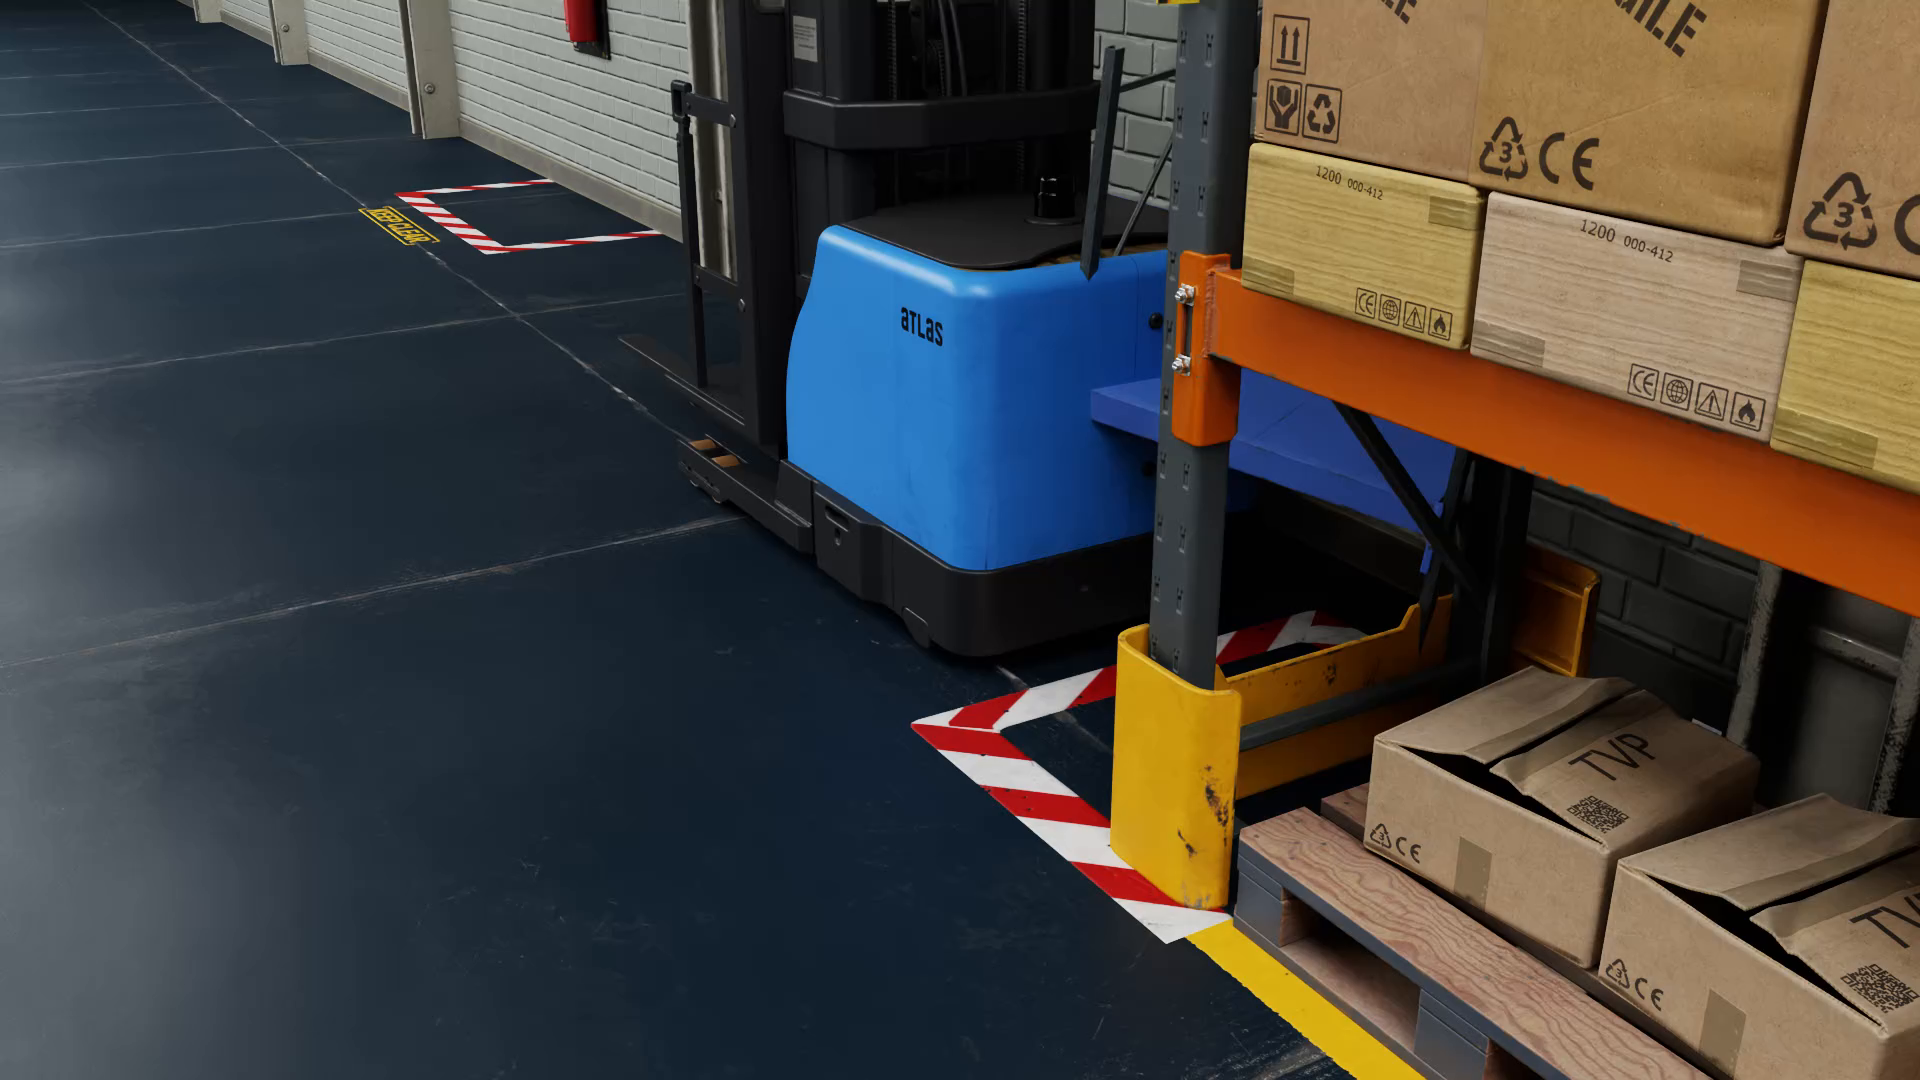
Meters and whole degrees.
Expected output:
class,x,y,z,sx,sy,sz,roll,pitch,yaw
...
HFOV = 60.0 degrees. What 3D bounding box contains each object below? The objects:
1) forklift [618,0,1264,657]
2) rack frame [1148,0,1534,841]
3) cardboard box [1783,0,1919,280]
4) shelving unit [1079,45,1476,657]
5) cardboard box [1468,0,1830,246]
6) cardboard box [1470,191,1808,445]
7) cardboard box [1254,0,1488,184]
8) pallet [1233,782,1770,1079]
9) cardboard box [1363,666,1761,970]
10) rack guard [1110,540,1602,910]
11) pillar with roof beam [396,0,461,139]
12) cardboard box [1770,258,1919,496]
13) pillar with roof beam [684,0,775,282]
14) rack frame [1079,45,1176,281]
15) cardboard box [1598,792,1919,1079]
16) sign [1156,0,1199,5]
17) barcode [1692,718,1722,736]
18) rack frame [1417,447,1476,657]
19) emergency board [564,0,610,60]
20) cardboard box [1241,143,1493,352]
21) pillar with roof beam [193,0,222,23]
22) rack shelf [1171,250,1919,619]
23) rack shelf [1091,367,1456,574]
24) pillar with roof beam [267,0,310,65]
class,x,y,z,sx,sy,sz,roll,pitch,yaw
forklift,-0.322,-1.559,5.254,1.130,2.935,3.031,-13,25,-29
rack frame,0.857,-0.809,3.318,1.000,3.000,0.127,-13,25,-28
cardboard box,1.345,-0.553,1.866,0.500,0.500,0.500,-14,26,-30
shelving unit,0.852,-0.414,4.191,1.048,1.500,0.538,22,33,28
cardboard box,1.087,-0.722,2.280,0.500,0.500,0.500,-13,25,-28
cardboard box,1.111,-0.364,2.396,0.500,0.250,0.500,-13,26,-30
cardboard box,0.843,-0.884,2.678,0.500,0.500,0.500,-13,25,-28
pallet,1.281,0.777,3.118,1.003,0.211,1.213,-13,25,-28
cardboard box,1.133,0.474,3.147,0.500,0.311,0.500,-16,27,-34
rack guard,0.896,0.374,3.728,1.175,0.500,0.348,-13,25,-28
pillar with roof beam,-7.872,-6.584,9.560,9.100,9.000,0.400,-13,25,-28
cardboard box,1.366,-0.198,1.988,0.500,0.250,0.500,-13,26,-29
pillar with roof beam,-4.808,-4.642,4.781,9.100,9.000,0.400,-13,25,-28
rack frame,0.436,-0.582,4.429,0.032,1.500,0.500,22,33,28
cardboard box,1.424,0.659,2.693,0.500,0.311,0.500,-10,24,-24
sign,0.391,-1.105,2.898,0.100,0.325,0.005,-13,25,-28
barcode,1.486,0.399,3.321,0.001,0.075,0.075,-13,25,-28
rack frame,1.269,-0.246,3.953,0.032,1.500,0.500,22,33,28
emergency board,-2.336,-3.498,9.934,0.194,1.169,0.643,-13,25,-28
cardboard box,0.833,-0.529,2.803,0.500,0.250,0.500,-13,26,-30
pillar with roof beam,-14.002,-10.469,19.117,9.100,9.000,0.400,-13,25,-28
rack shelf,1.879,0.172,1.860,1.077,0.370,4.000,-13,25,-28
rack shelf,0.839,-0.257,4.278,1.000,0.185,0.538,22,33,28
pillar with roof beam,-10.937,-8.526,14.338,9.100,9.000,0.400,-13,25,-28
